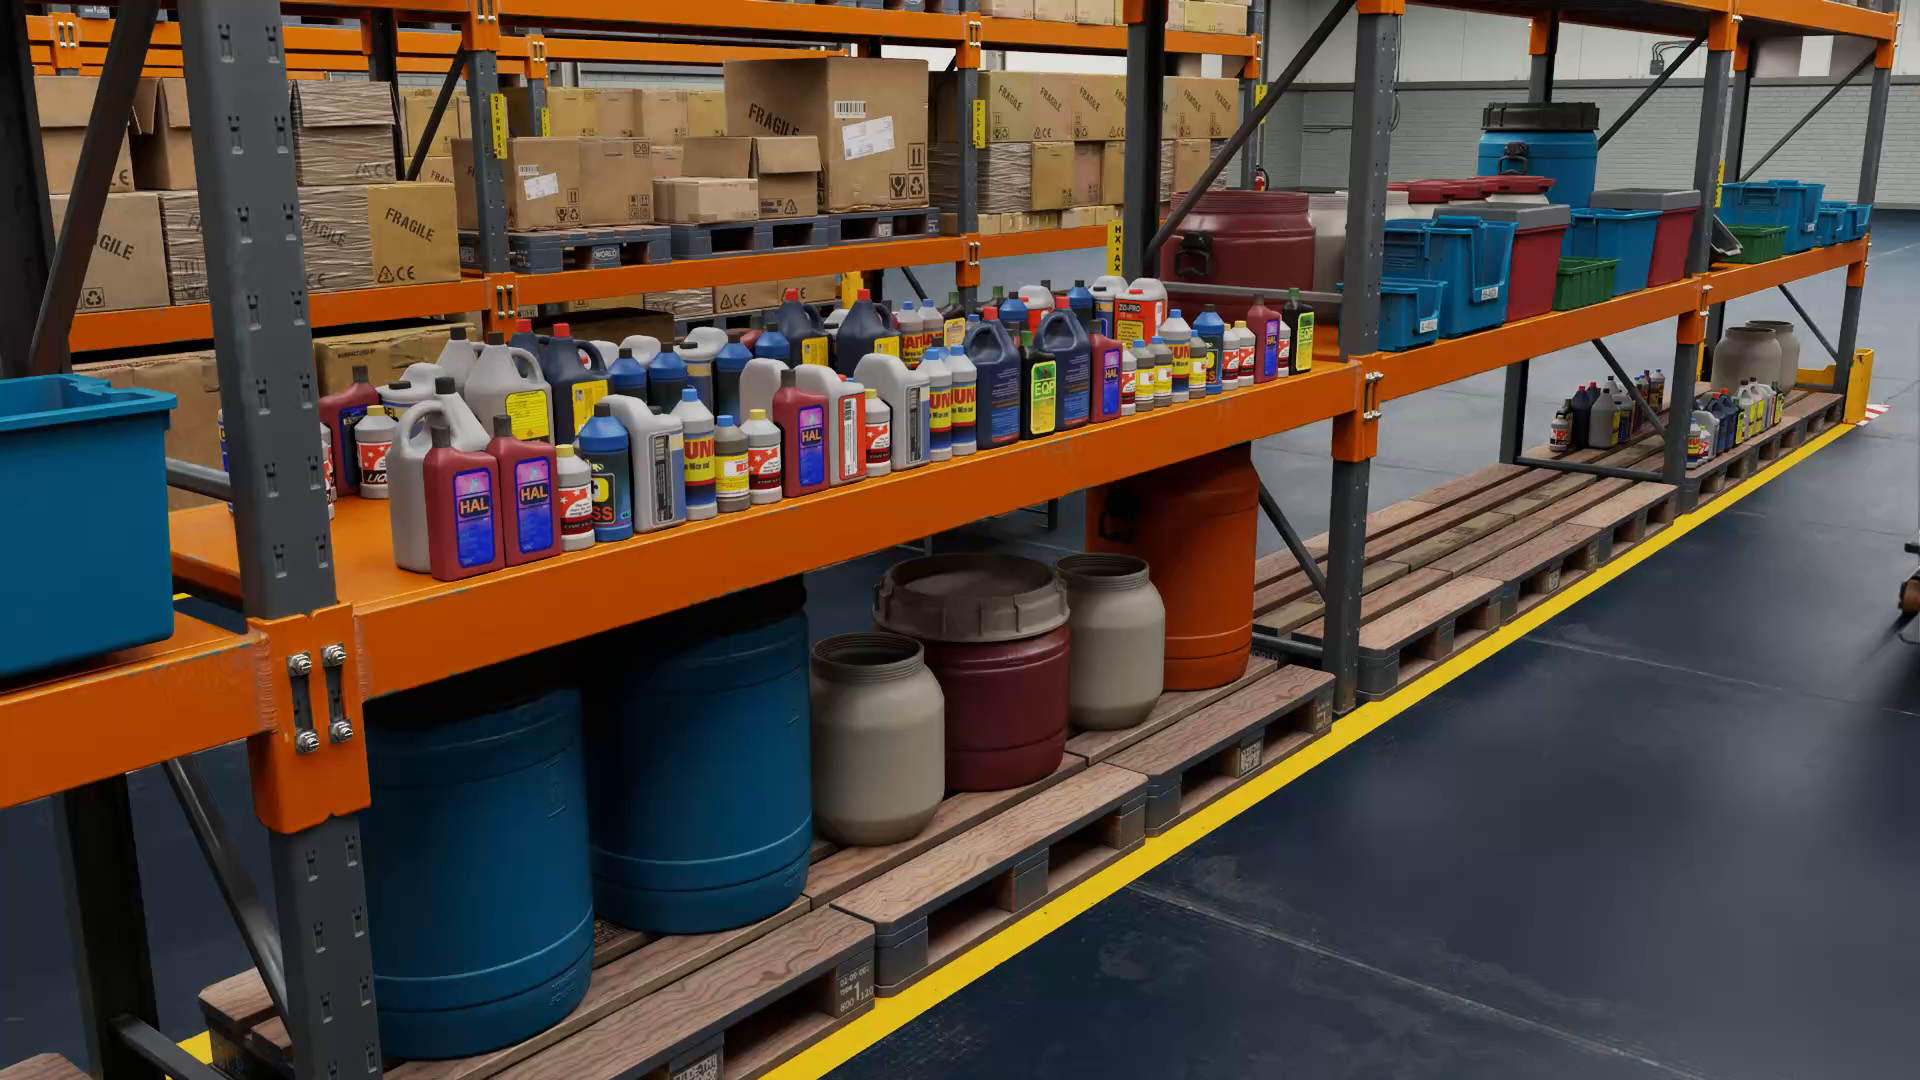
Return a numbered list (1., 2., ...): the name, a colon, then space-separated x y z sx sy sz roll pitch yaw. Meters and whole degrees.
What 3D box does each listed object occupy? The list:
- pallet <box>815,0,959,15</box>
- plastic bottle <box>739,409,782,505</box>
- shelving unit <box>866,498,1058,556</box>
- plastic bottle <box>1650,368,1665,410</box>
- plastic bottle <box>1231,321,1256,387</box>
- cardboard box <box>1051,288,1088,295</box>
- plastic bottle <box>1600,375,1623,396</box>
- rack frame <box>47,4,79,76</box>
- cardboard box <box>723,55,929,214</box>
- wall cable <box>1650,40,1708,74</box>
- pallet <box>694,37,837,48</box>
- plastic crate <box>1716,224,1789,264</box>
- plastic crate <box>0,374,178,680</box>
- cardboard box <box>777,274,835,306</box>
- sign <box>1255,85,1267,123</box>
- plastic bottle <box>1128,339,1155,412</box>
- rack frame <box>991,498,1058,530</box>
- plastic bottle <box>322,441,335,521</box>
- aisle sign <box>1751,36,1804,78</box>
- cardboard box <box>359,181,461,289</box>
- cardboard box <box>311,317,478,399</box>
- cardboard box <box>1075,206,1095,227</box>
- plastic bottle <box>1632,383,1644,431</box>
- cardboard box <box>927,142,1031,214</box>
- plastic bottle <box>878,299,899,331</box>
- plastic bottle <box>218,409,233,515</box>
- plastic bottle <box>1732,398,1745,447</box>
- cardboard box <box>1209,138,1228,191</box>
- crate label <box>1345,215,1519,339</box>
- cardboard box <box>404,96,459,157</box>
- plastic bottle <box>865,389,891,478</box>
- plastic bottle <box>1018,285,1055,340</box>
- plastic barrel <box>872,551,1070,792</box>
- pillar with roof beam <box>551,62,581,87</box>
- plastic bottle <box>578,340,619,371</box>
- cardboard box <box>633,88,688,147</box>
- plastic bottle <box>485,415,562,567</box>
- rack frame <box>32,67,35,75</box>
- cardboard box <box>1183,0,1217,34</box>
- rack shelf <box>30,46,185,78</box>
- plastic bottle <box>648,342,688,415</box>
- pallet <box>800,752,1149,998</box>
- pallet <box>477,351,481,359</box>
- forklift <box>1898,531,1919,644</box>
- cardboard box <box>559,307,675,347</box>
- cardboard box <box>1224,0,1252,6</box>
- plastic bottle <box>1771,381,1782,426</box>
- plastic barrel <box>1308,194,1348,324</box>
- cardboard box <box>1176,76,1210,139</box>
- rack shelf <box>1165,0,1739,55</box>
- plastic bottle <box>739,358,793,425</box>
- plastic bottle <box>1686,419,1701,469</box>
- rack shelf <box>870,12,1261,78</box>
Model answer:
1. pallet: -0.772 -3.687 11.332 1.213 0.211 1.003 11 18 38
2. plastic bottle: -0.443 -0.186 3.666 0.097 0.201 0.097 0 14 0
3. shelving unit: -0.004 -0.544 8.479 0.538 1.125 1.048 11 18 38
4. plastic bottle: 4.683 -1.017 11.182 0.097 0.271 0.097 0 14 0
5. plastic bottle: 0.883 -0.590 5.256 0.097 0.201 0.097 0 14 0
6. cardboard box: 1.050 -1.830 13.958 0.500 0.500 0.500 14 20 43
7. plastic bottle: 4.055 -0.855 10.383 0.144 0.351 0.185 11 18 37
8. rack frame: -6.610 -2.446 12.161 1.000 3.000 0.127 11 18 38
9. cardboard box: -0.910 -2.789 11.440 1.000 1.000 1.000 11 18 38
10. wall cable: 18.612 -14.687 41.255 2.305 6.003 0.169 11 18 38
11. pallet: -2.040 -5.246 17.268 1.003 0.211 1.213 11 18 38
12. plastic crate: 4.624 -1.773 9.939 0.450 0.188 0.662 11 18 38
13. plastic crate: -1.505 -0.006 2.466 0.392 0.384 0.575 11 18 38
14. cardboard box: -1.957 -3.012 17.850 0.875 0.875 0.875 11 18 38
15. sign: 2.632 -3.816 14.560 0.100 0.325 0.005 11 18 38
16. plastic bottle: 0.516 -0.478 4.816 0.097 0.201 0.097 0 14 0
17. rack frame: 0.315 -0.641 8.863 0.500 1.125 0.032 11 18 38
18. plastic bottle: -1.372 -0.141 3.487 0.097 0.201 0.097 0 14 0
19. aisle sign: 5.882 -3.744 11.990 0.394 0.787 0.004 11 18 38
20. cardboard box: -2.933 -1.575 8.528 0.500 0.500 0.500 12 19 39
21. cardboard box: -3.265 -0.704 8.766 1.225 0.875 0.875 10 17 35
22. cardboard box: 0.834 -2.542 13.046 0.380 0.149 0.250 11 18 38
23. plastic bottle: 4.244 -0.837 10.447 0.061 0.283 0.133 11 18 38
24. cardboard box: 0.029 -2.695 12.332 0.875 0.500 0.500 11 18 38
25. plastic bottle: -0.248 -0.589 5.088 0.061 0.283 0.133 11 18 38
26. plastic bottle: -1.481 -0.192 3.540 0.152 0.276 0.135 11 18 38
27. plastic bottle: 4.636 -0.708 9.939 0.061 0.283 0.133 12 19 40
28. cardboard box: 1.845 -3.283 14.647 0.875 0.500 0.500 11 18 38
29. crate label: 1.872 -1.059 6.626 0.502 0.435 0.616 11 18 38
30. cardboard box: -4.725 -3.551 14.274 0.700 0.500 0.500 11 18 37
31. plastic bottle: -0.214 -0.256 3.941 0.097 0.201 0.097 0 14 0
32. plastic bottle: 0.223 -0.712 5.584 0.152 0.276 0.135 11 18 38
33. plastic barrel: 0.033 0.385 5.061 0.600 0.588 0.708 11 18 38
34. pillar with roof beam: -3.378 -8.889 25.338 9.100 9.000 0.400 11 18 38
35. plastic bottle: -0.934 -0.359 4.196 0.152 0.276 0.135 11 18 38
36. cardboard box: -3.136 -4.079 16.091 0.875 0.550 0.550 11 18 38
37. plastic bottle: -0.831 -0.100 3.162 0.061 0.283 0.133 11 18 38
38. rack frame: -11.873 -4.727 21.137 1.000 3.000 0.127 11 18 38
39. cardboard box: 1.796 -4.345 13.847 0.500 0.250 0.500 11 18 38
40. rack shelf: -9.267 -4.681 16.327 1.077 0.370 4.000 11 18 38
41. plastic bottle: -0.741 -0.367 4.236 0.097 0.271 0.097 0 14 0
42. pallet: -0.193 0.848 4.854 1.003 0.211 1.213 11 18 38
43. pallet: -4.522 -1.702 14.892 1.003 0.211 1.213 11 18 38
44. forklift: 4.762 -1.064 6.857 1.130 2.935 3.031 12 18 38
45. cardboard box: -2.092 -1.261 10.154 0.500 0.250 0.500 -14 20 -43
46. cardboard box: 2.281 -4.665 14.295 0.380 0.149 0.250 11 18 38
47. plastic bottle: 5.192 -0.877 10.607 0.061 0.283 0.133 12 18 39
48. plastic barrel: 1.517 -1.177 6.938 0.421 0.512 0.421 0 14 0
49. cardboard box: 1.749 -3.629 13.977 0.500 0.500 0.500 11 18 38
50. rack shelf: 2.294 -2.381 7.273 1.077 0.370 4.000 11 18 38
51. plastic bottle: -0.426 -0.297 3.954 0.152 0.276 0.135 11 18 38
52. plastic bottle: 4.092 -0.543 9.317 0.097 0.271 0.097 0 14 0
53. rack shelf: 0.956 -3.914 13.306 1.077 0.370 4.000 11 18 38
